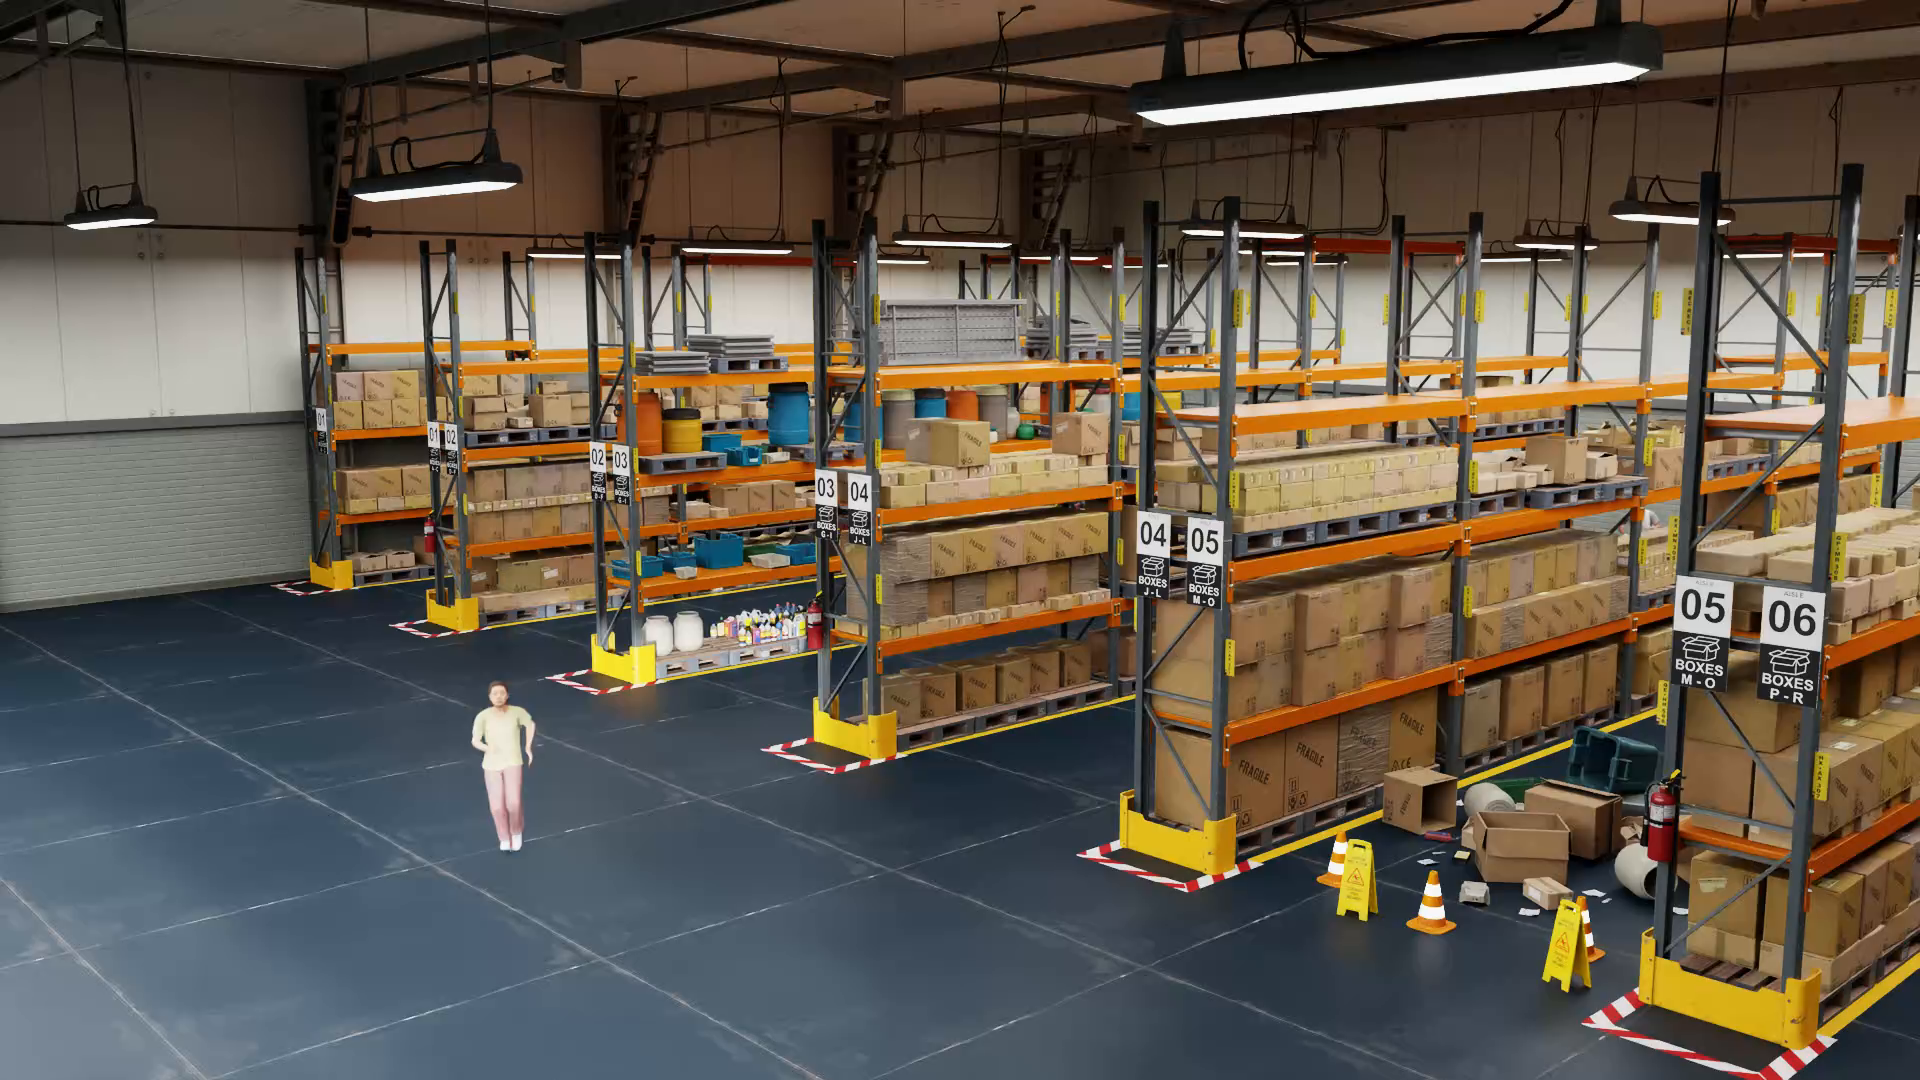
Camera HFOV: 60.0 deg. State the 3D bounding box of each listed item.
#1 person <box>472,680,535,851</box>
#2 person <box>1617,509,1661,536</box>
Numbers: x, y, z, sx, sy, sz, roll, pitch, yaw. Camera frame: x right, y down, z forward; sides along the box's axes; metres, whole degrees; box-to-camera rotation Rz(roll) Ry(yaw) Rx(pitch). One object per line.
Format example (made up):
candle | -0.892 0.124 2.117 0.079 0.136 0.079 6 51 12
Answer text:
person | -4.213 2.103 15.362 0.556 1.635 0.616 -2 9 -11
person | 11.666 0.106 28.566 0.662 1.785 0.848 1 8 6
